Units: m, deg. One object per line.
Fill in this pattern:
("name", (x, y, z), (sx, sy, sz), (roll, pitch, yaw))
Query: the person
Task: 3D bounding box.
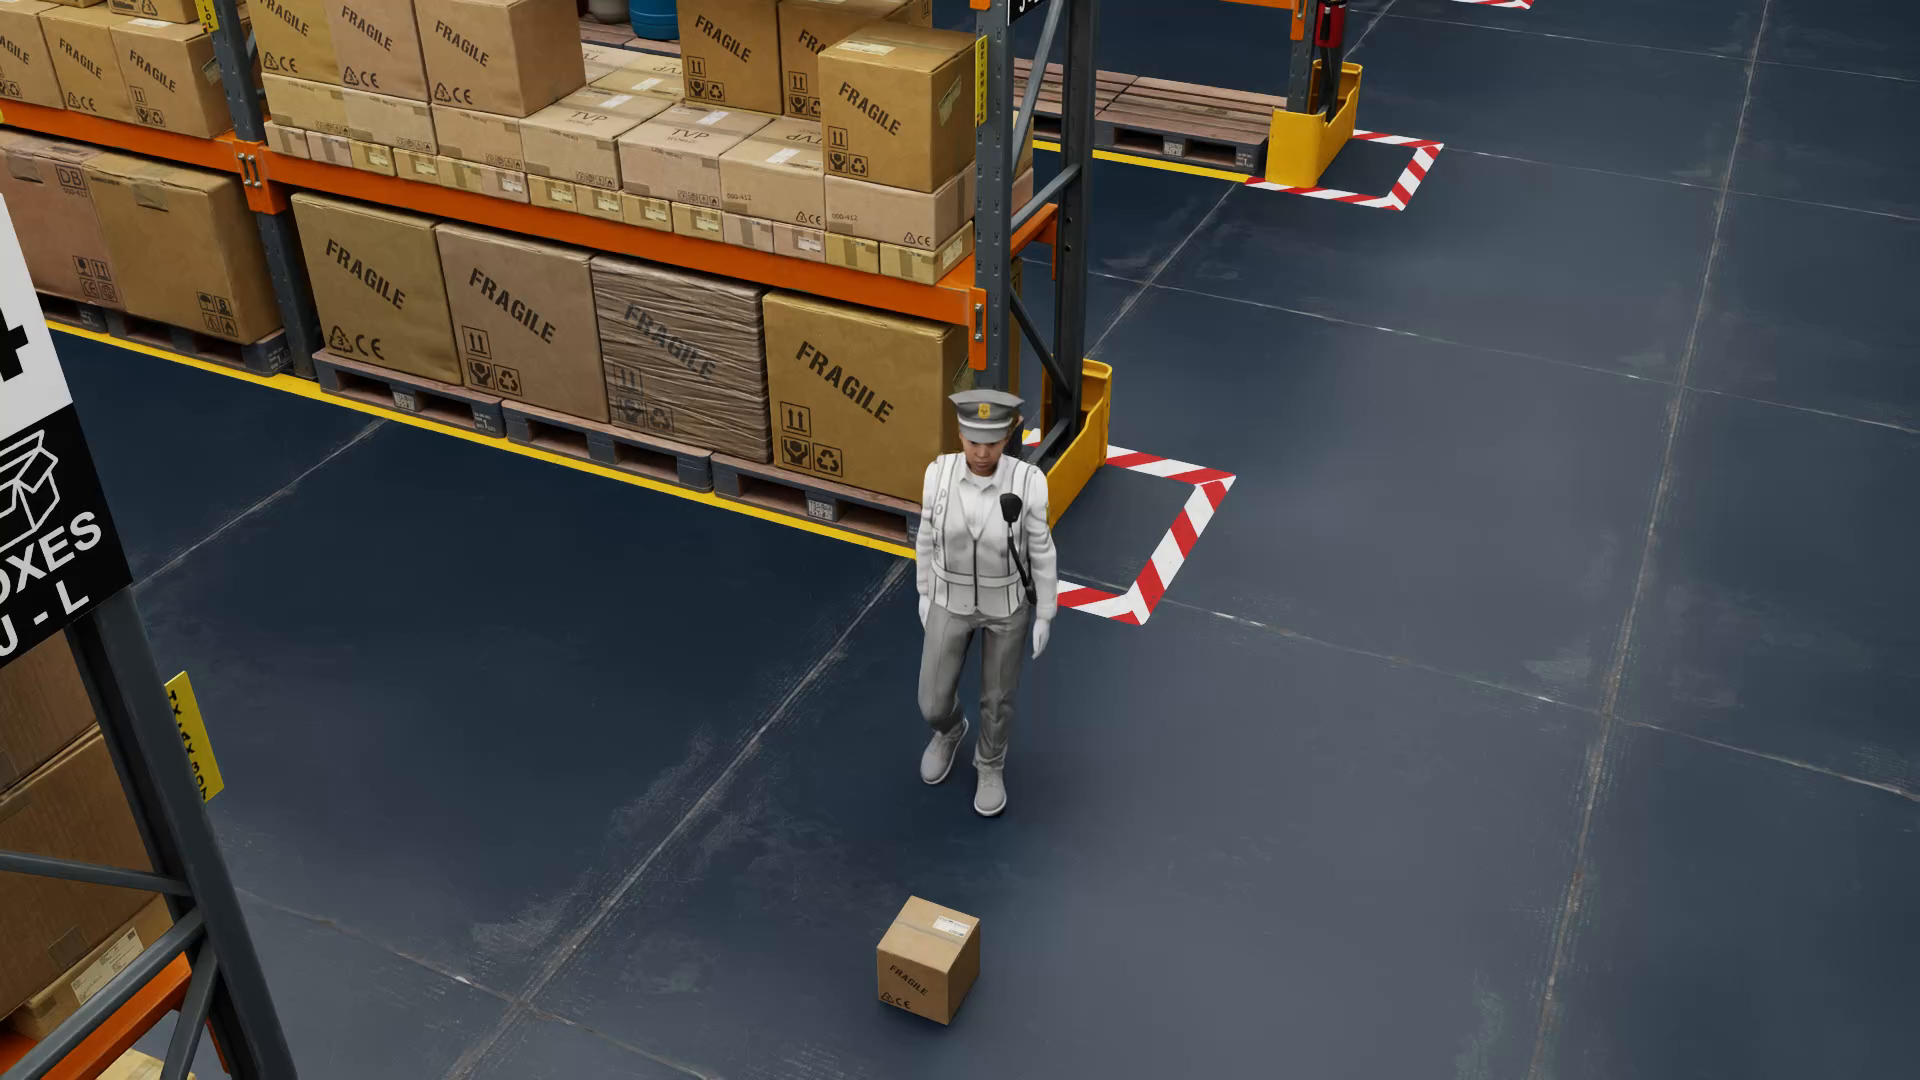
("person", (0.085, 0.235, 5.756), (0.503, 1.684, 0.407), (4, 34, 7))
